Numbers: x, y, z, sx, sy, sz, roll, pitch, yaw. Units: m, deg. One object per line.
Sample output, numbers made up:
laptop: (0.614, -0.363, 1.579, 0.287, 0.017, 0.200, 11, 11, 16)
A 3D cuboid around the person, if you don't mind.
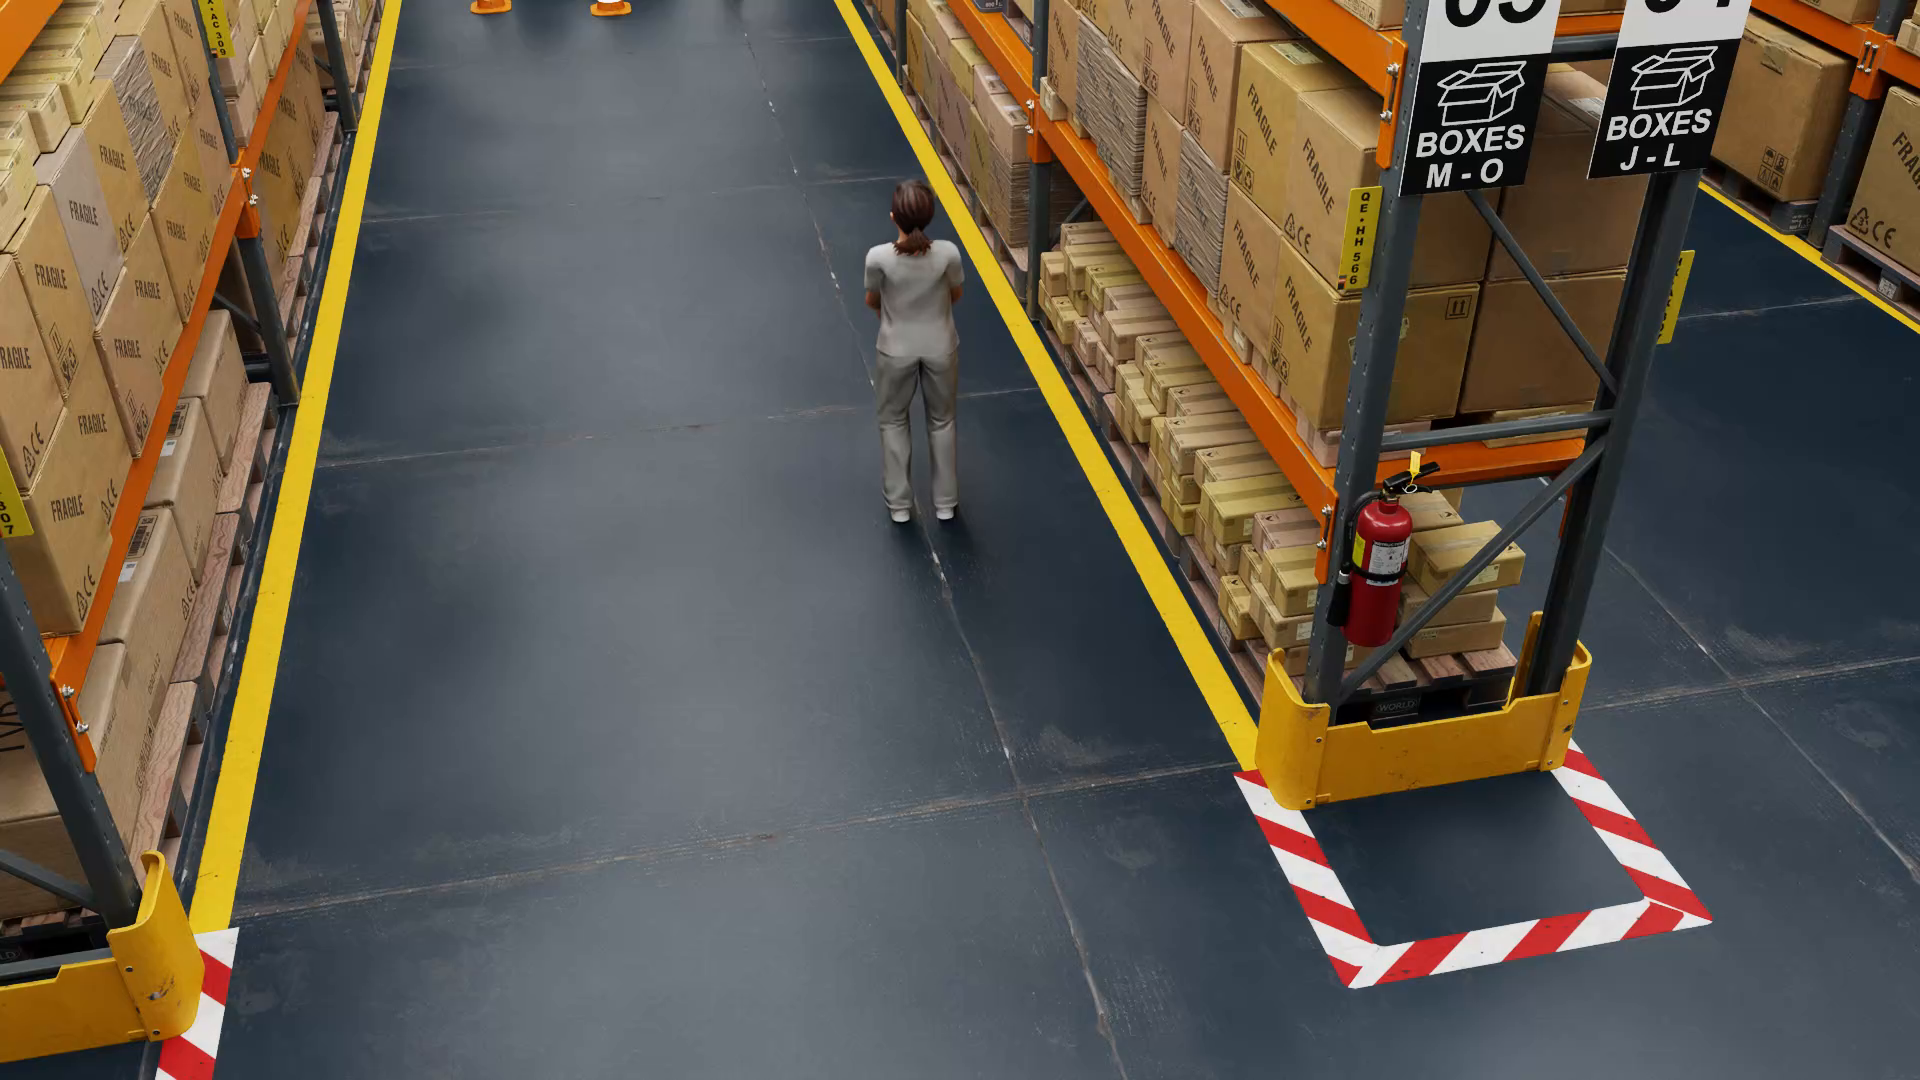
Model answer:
person: (-0.204, -0.865, 7.412, 0.439, 1.663, 0.558, -4, 35, -5)
